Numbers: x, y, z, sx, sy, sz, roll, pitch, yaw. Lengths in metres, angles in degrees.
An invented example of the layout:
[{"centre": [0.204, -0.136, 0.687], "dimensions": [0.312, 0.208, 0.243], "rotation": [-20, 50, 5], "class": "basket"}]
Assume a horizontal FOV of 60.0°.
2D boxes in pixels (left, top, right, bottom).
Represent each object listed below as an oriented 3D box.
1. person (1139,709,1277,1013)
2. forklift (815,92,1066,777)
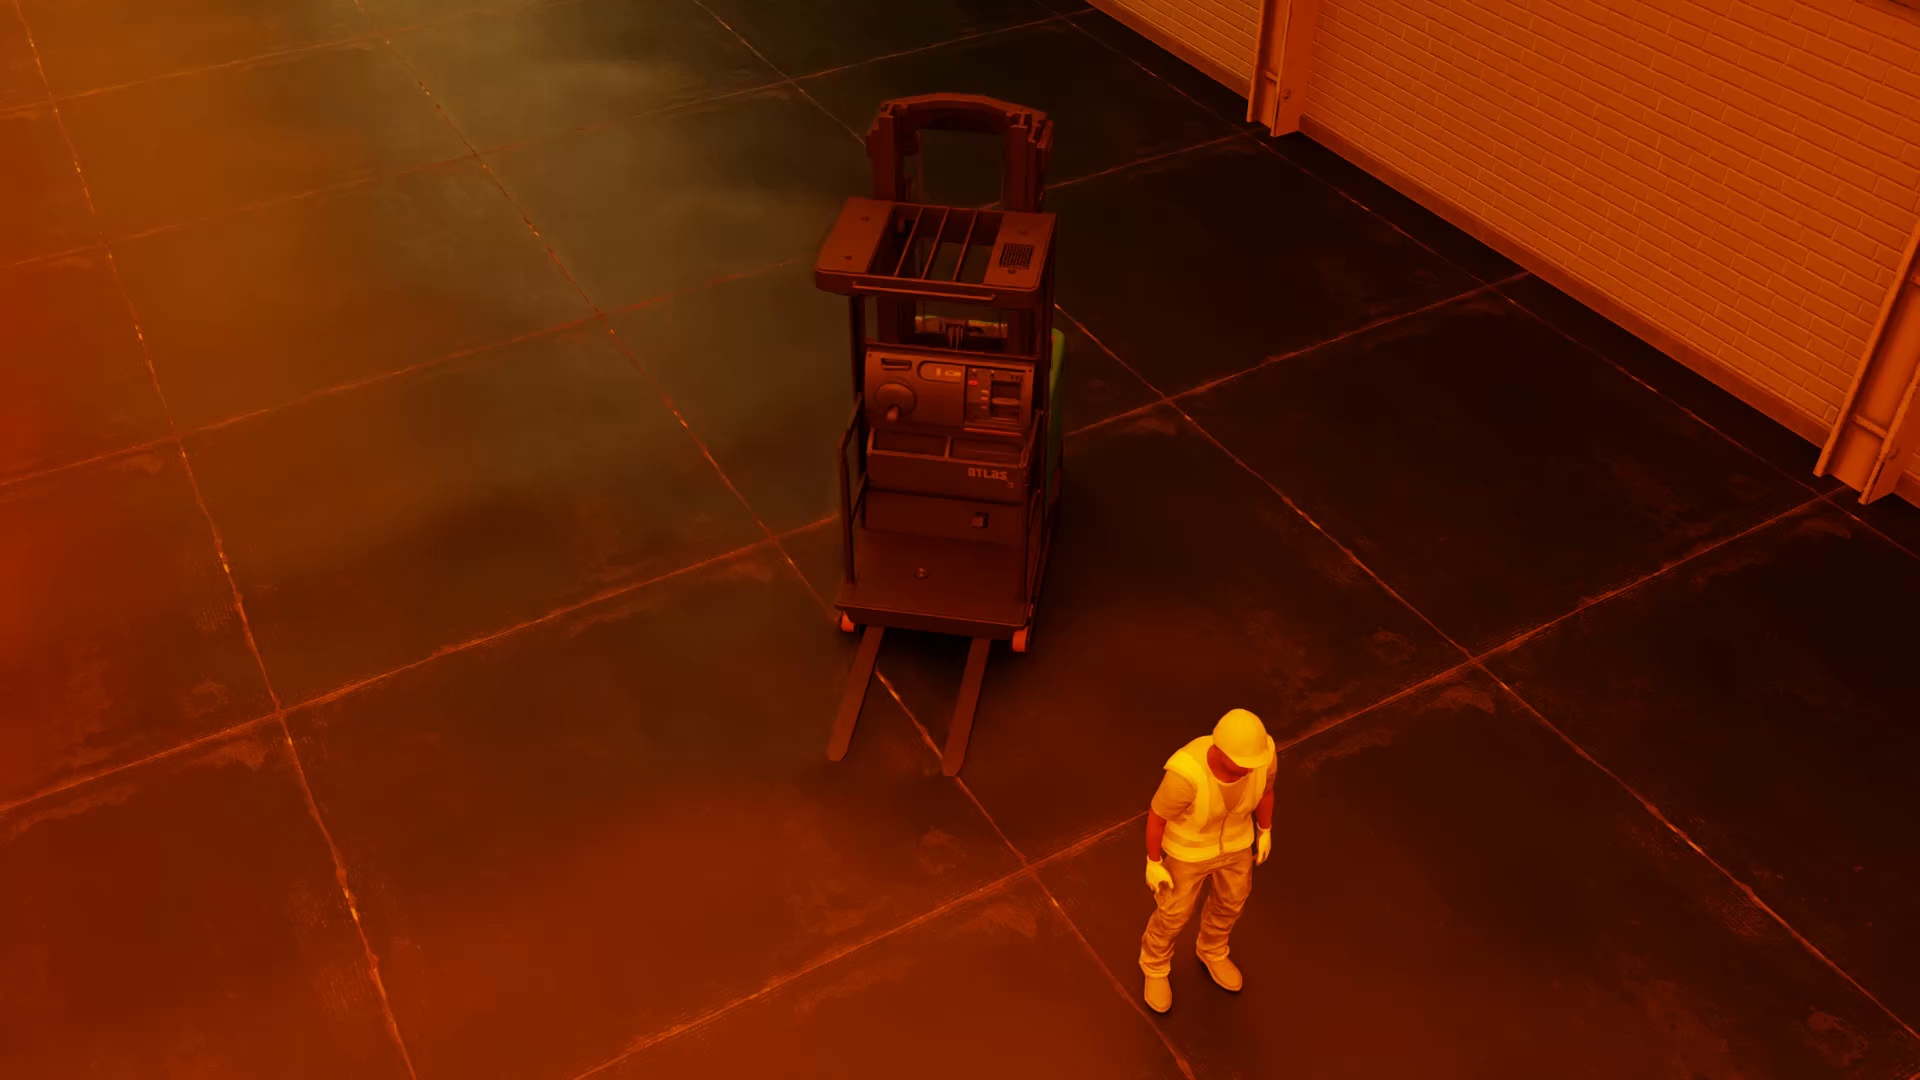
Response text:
[{"centre": [1.098, 1.361, 7.306], "dimensions": [0.616, 1.772, 0.453], "rotation": [-13, 41, -15], "class": "person"}, {"centre": [-0.095, -0.733, 8.919], "dimensions": [1.130, 2.935, 3.031], "rotation": [6, 40, 7], "class": "forklift"}]
